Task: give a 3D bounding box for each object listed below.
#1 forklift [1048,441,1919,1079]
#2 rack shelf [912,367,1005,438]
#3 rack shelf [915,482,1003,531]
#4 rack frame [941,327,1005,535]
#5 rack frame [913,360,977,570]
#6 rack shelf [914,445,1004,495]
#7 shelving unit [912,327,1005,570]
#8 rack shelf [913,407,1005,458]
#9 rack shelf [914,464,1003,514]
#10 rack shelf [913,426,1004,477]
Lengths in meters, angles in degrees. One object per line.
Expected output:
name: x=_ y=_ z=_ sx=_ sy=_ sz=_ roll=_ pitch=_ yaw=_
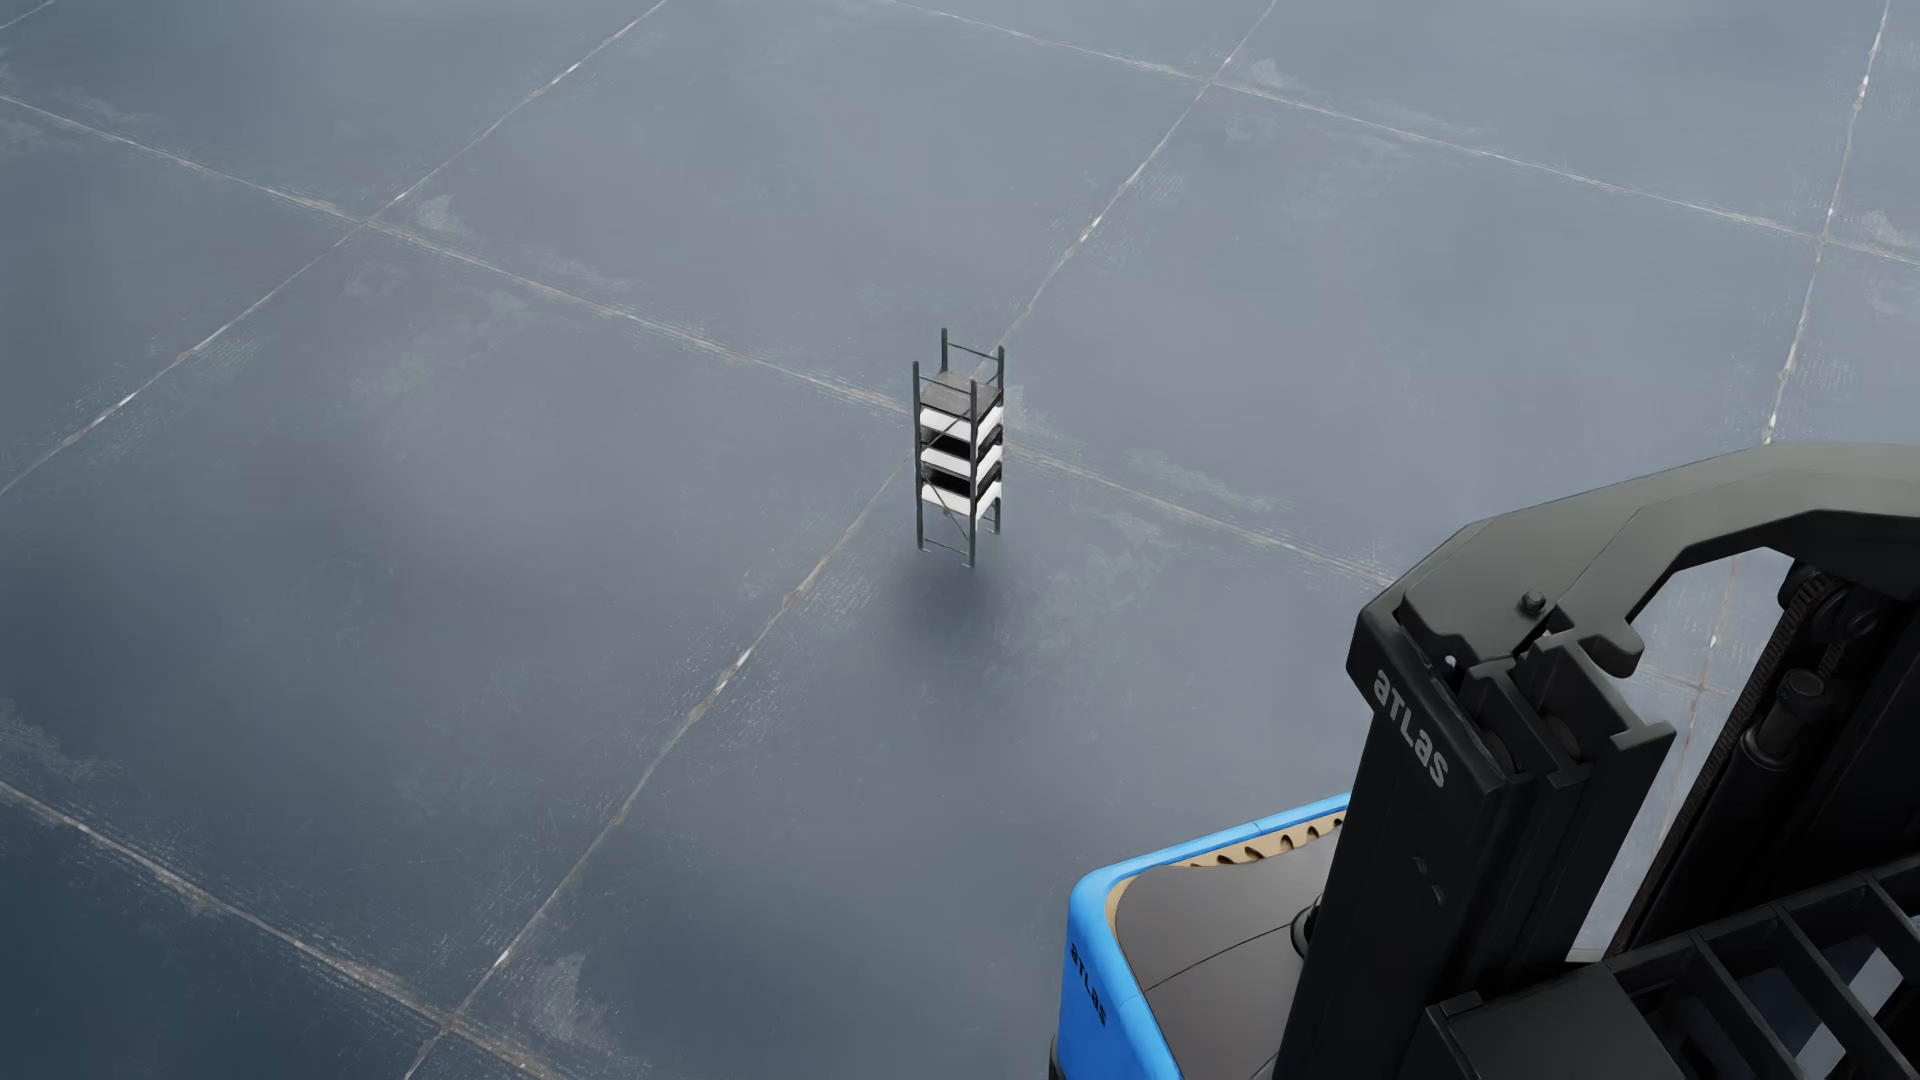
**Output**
forklift: x=1.214 y=1.403 z=2.802 sx=1.130 sy=2.935 sz=3.031 roll=-14 pitch=47 yaw=-14
rack shelf: x=-0.004 y=-0.478 z=5.757 sx=0.258 sy=0.077 sz=0.200 roll=20 pitch=49 yaw=19
rack shelf: x=-0.004 y=-0.161 z=6.077 sx=0.258 sy=0.077 sz=0.200 roll=20 pitch=49 yaw=19
rack frame: x=0.043 y=-0.375 z=5.988 sx=0.240 sy=0.900 sz=0.006 roll=20 pitch=49 yaw=19
rack frame: x=-0.051 y=-0.247 z=5.862 sx=0.240 sy=0.900 sz=0.006 roll=20 pitch=49 yaw=19
rack shelf: x=-0.004 y=-0.288 z=5.949 sx=0.258 sy=0.077 sz=0.200 roll=20 pitch=49 yaw=19
shelving unit: x=-0.004 y=-0.311 z=5.925 sx=0.258 sy=0.900 sz=0.210 roll=20 pitch=49 yaw=19
rack shelf: x=-0.004 y=-0.414 z=5.821 sx=0.258 sy=0.077 sz=0.200 roll=20 pitch=49 yaw=19
rack shelf: x=-0.004 y=-0.225 z=6.013 sx=0.258 sy=0.077 sz=0.200 roll=20 pitch=49 yaw=19
rack shelf: x=-0.004 y=-0.351 z=5.885 sx=0.258 sy=0.077 sz=0.200 roll=20 pitch=49 yaw=19
